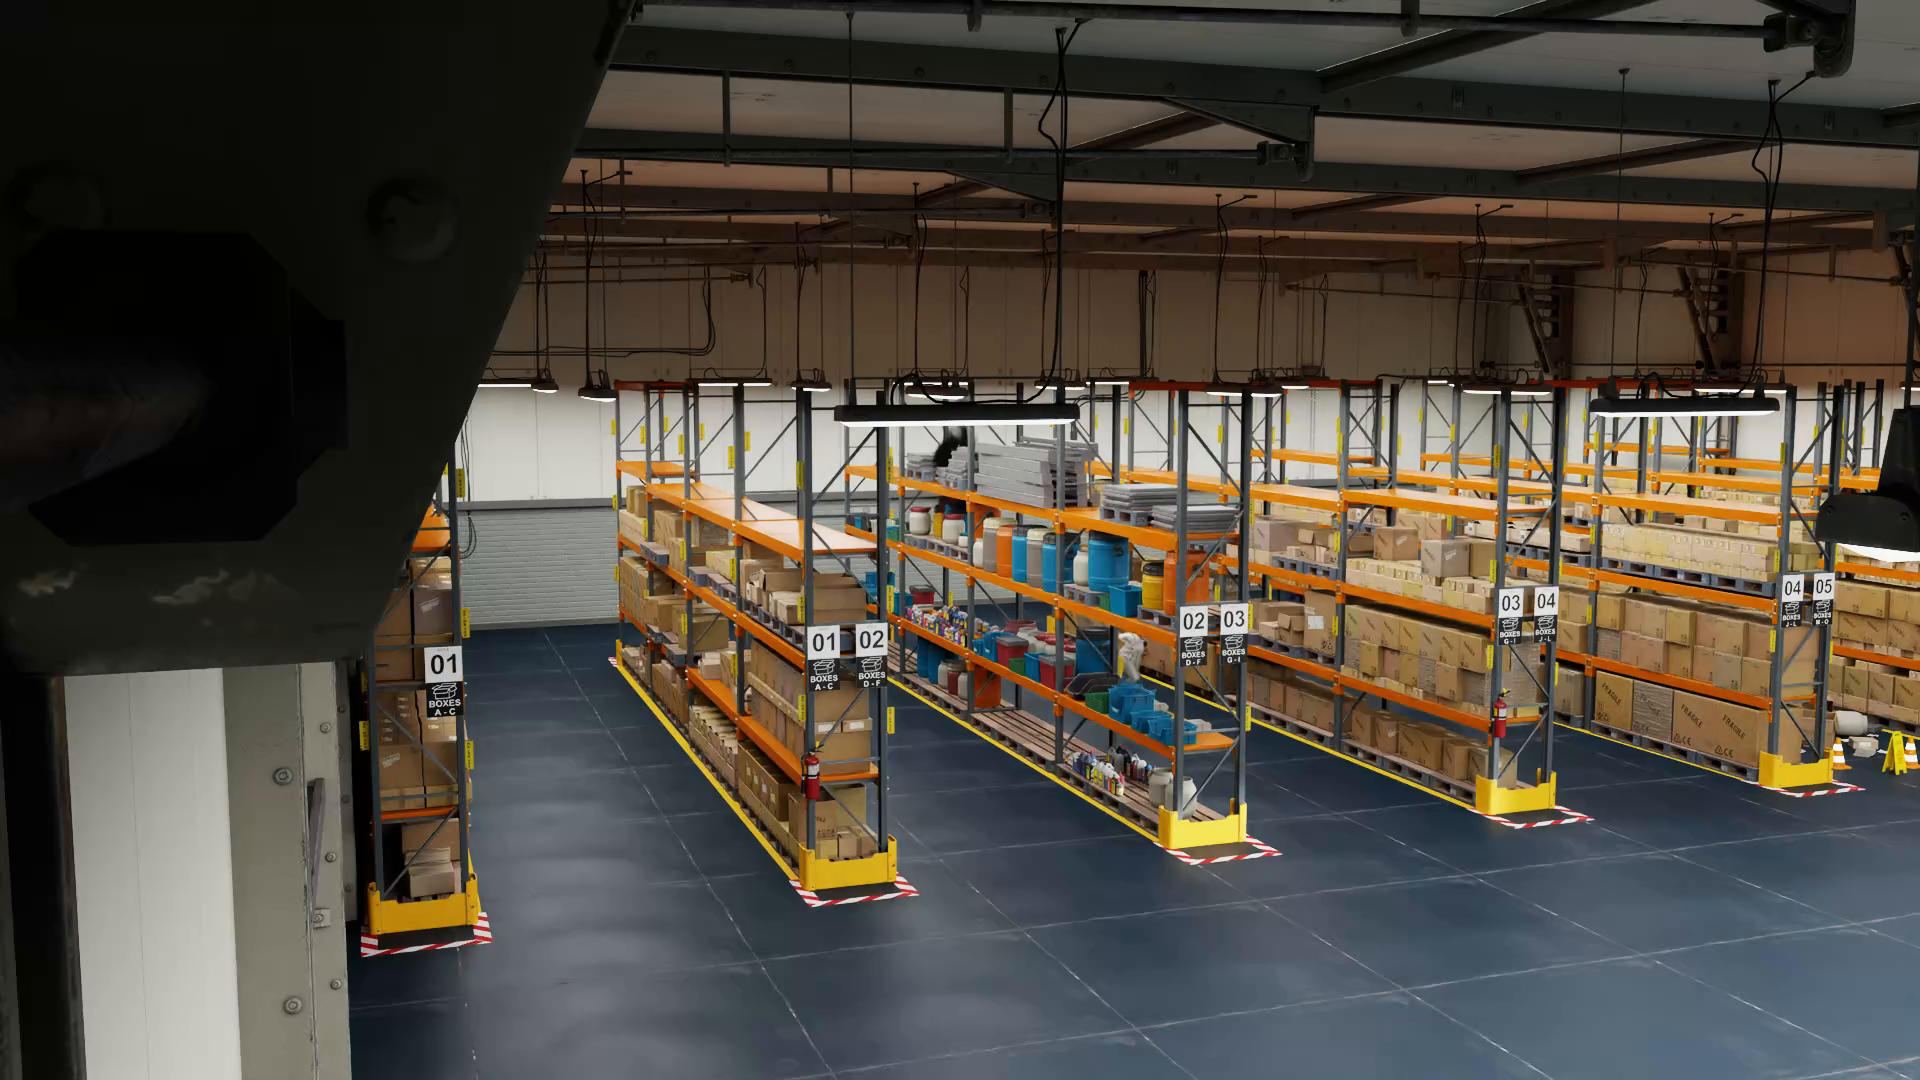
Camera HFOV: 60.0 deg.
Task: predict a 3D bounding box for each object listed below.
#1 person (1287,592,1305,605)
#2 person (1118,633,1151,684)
[{"bbox_3d":[8.400,1.189,40.980,0.880,1.676,0.668,4,7,36],"label":"person"},{"bbox_3d":[3.064,2.214,29.861,0.637,1.491,0.861,-5,8,-38],"label":"person"}]
